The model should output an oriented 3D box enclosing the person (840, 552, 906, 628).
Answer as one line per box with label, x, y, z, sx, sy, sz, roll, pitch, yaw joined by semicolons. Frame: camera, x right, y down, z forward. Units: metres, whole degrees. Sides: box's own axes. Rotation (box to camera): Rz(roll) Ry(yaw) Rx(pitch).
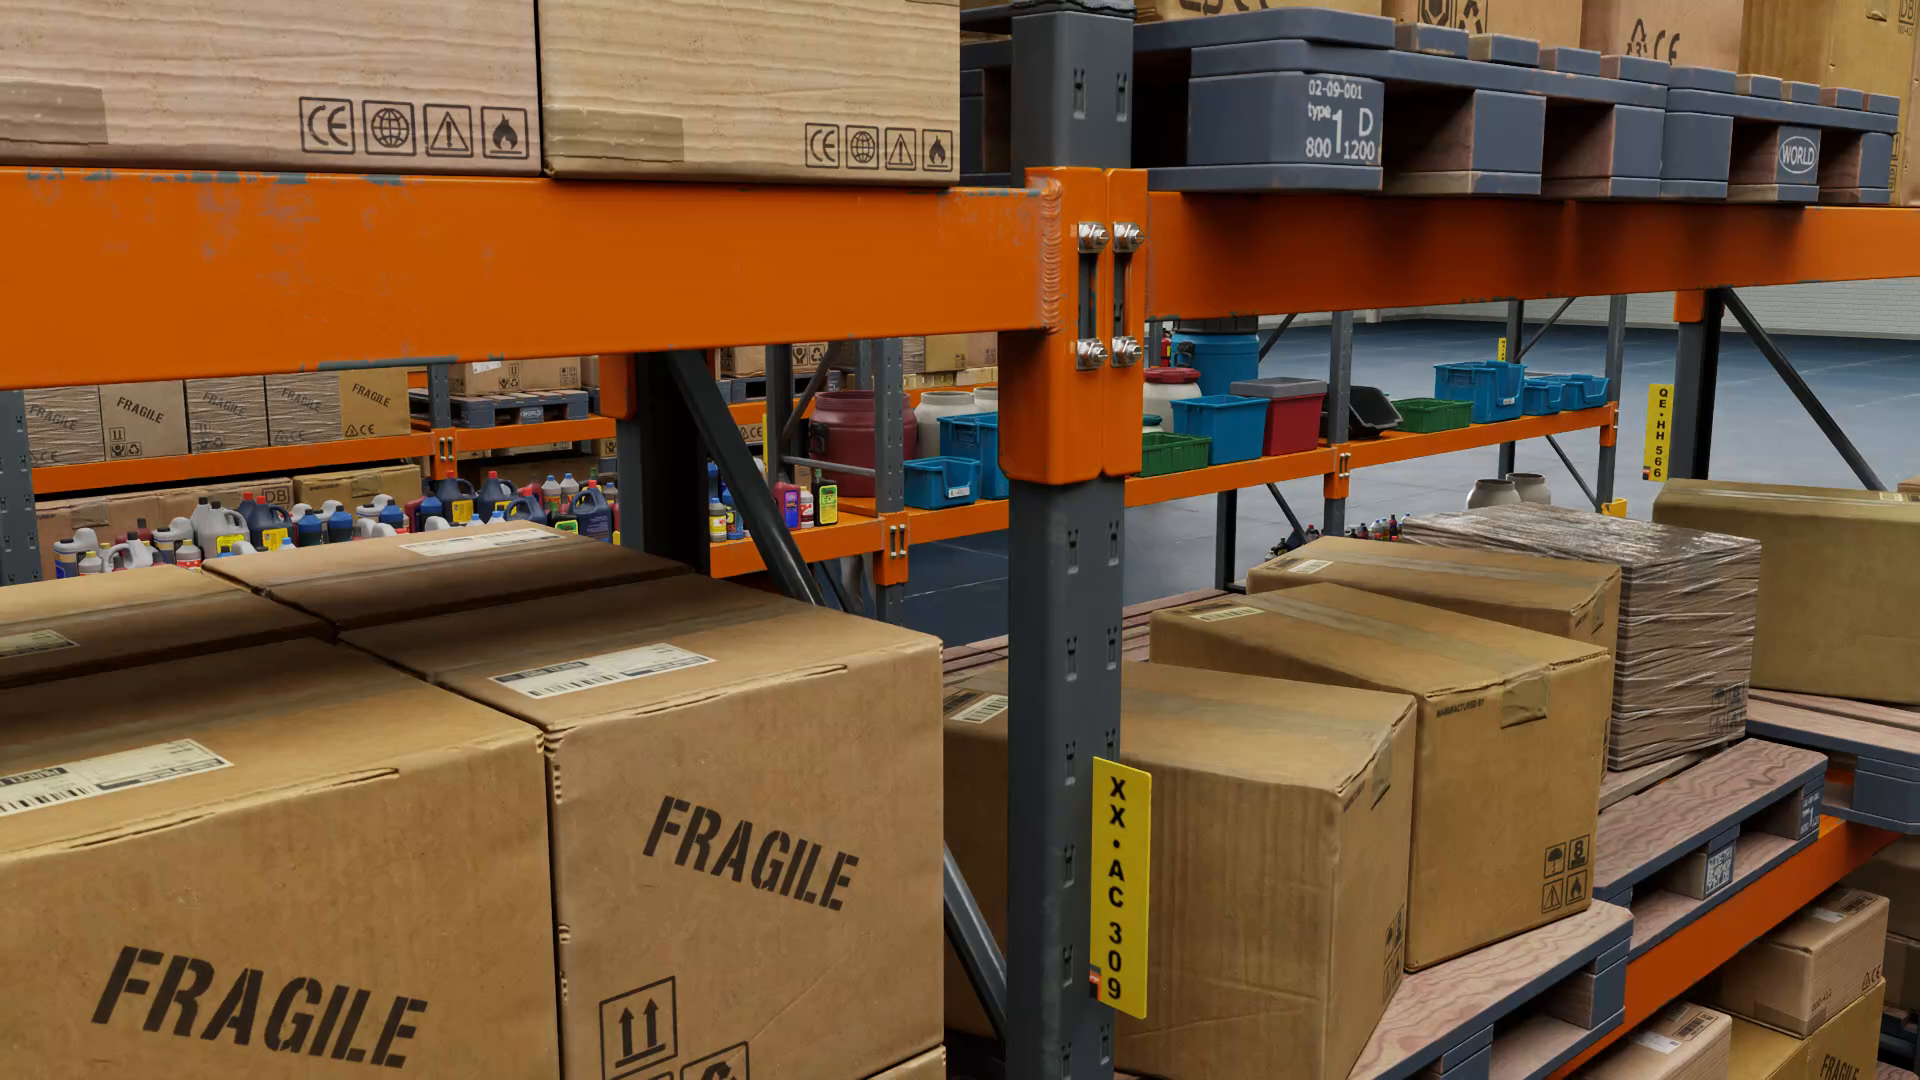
person;-0.629;-0.046;10.626;0.542;1.698;0.501;-8;13;-36
